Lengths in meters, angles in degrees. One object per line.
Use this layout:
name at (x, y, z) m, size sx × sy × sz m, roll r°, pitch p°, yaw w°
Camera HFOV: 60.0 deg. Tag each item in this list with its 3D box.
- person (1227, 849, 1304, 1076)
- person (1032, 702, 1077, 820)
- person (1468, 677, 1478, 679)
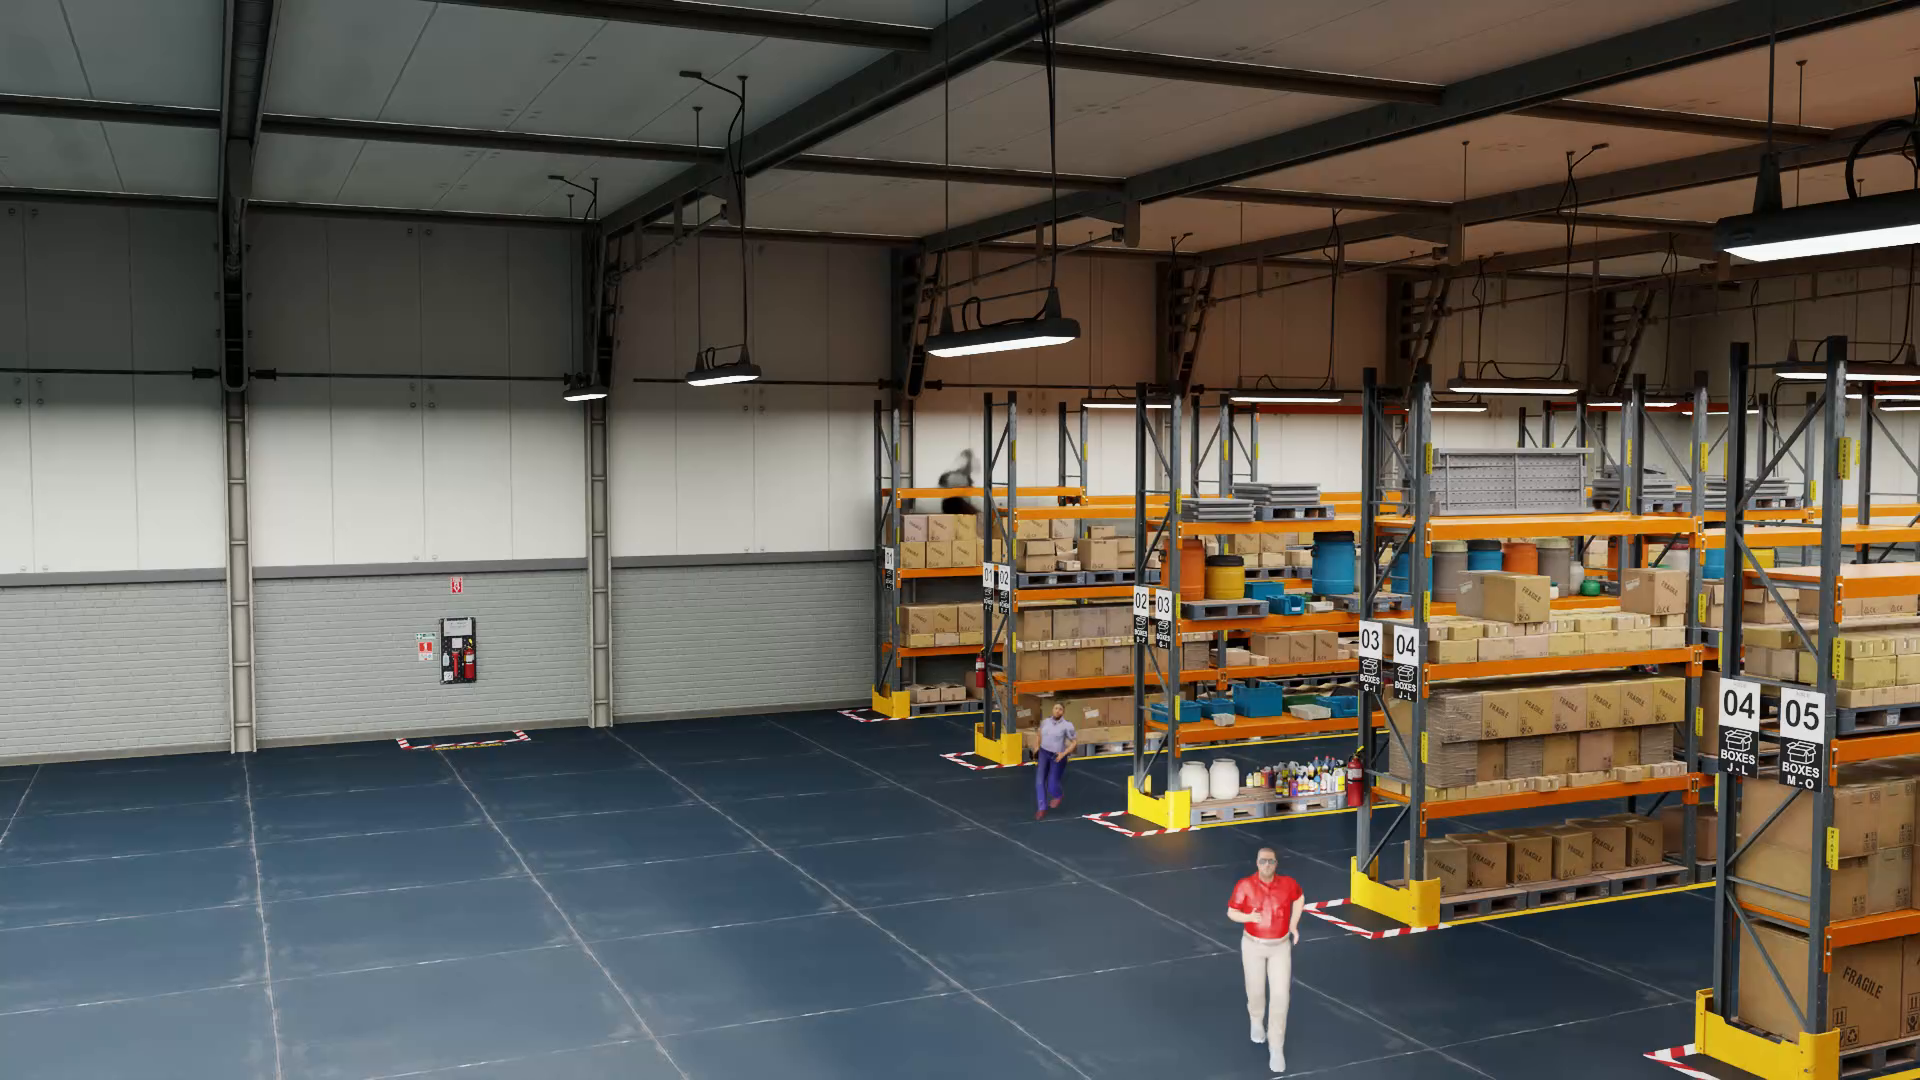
person at (2.567, 3.469, 13.957) m, size 0.650 × 1.751 × 0.912 m, roll 1°, pitch 3°, yaw 9°
person at (1.304, 3.040, 22.979) m, size 0.657 × 1.613 × 0.560 m, roll 2°, pitch 4°, yaw 26°
person at (8.477, 2.669, 27.603) m, size 0.967 × 1.787 × 0.683 m, roll -2°, pitch 4°, yaw -28°
